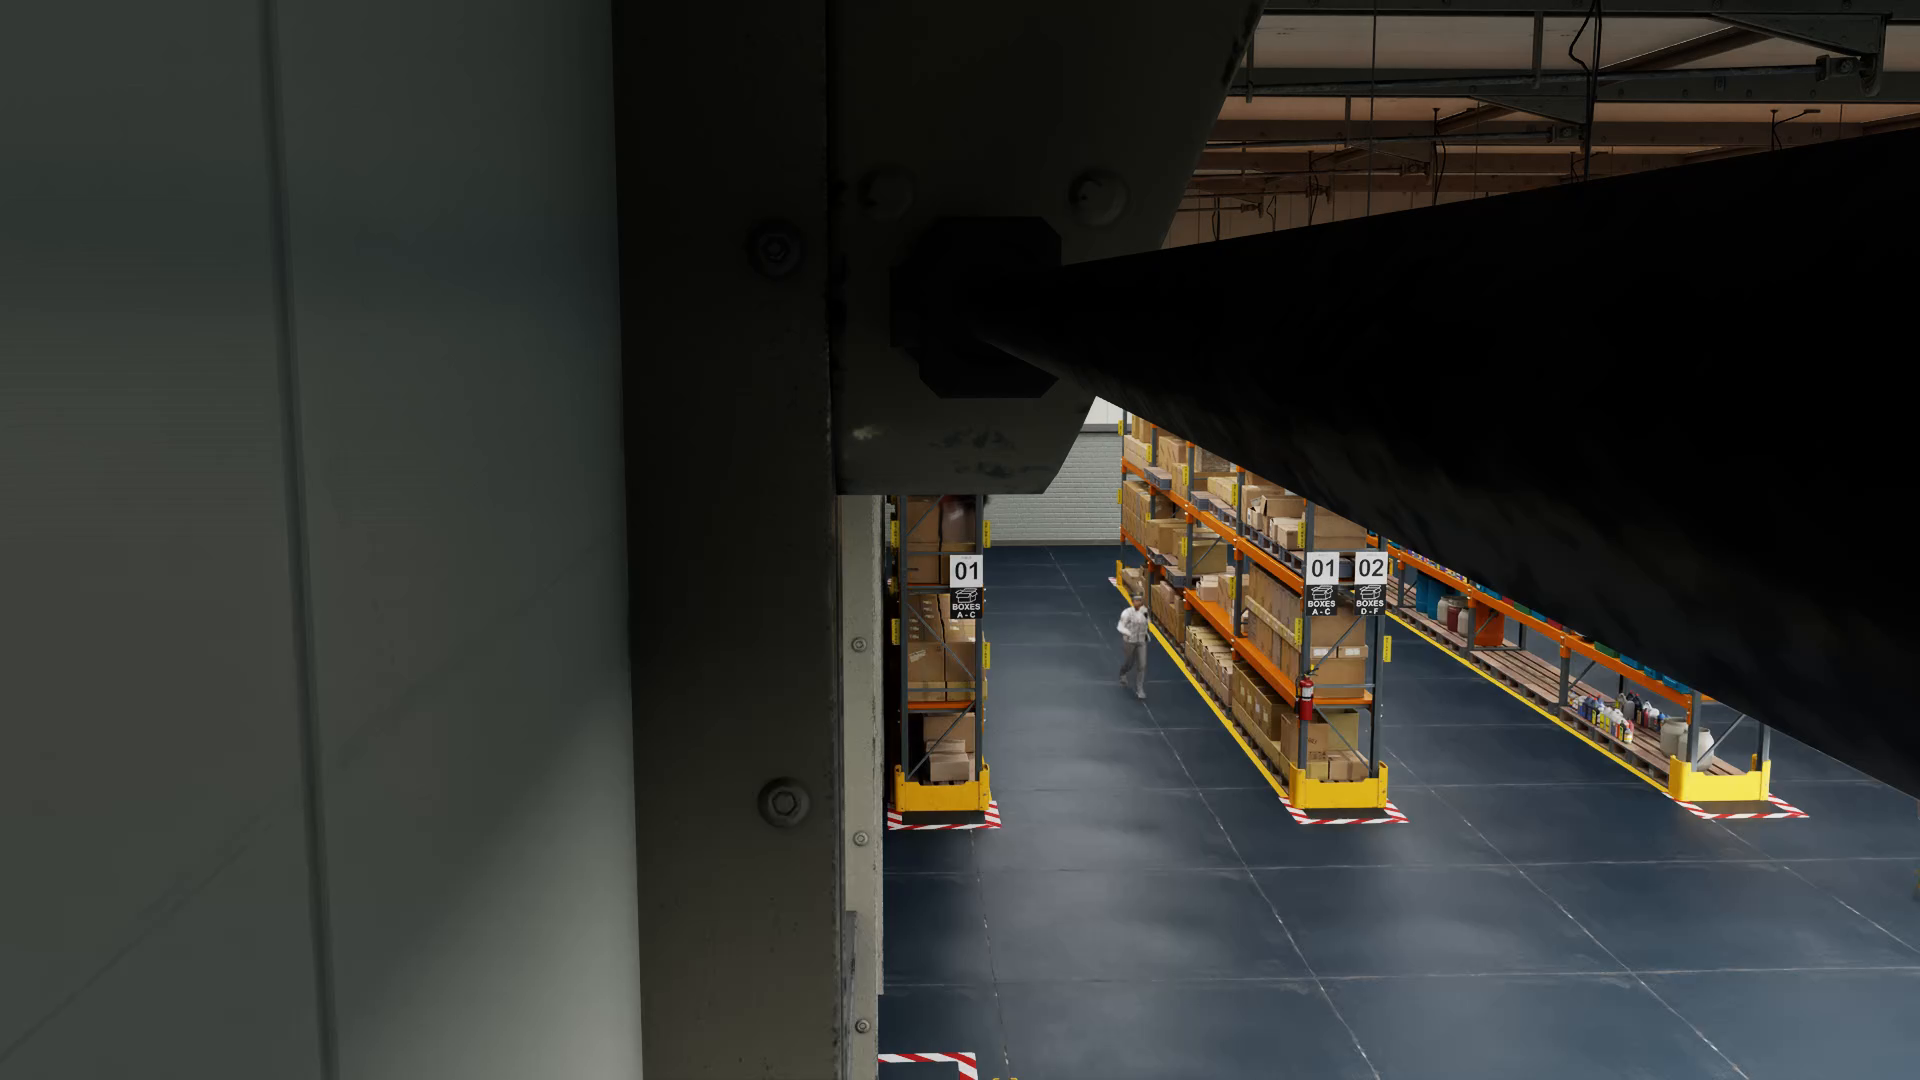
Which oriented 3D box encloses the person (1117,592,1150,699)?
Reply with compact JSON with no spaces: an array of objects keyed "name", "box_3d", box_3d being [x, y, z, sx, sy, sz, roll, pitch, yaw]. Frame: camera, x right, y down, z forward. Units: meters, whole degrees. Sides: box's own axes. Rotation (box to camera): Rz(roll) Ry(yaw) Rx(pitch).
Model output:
[{"name":"person","box_3d":[2.769,1.616,26.425,0.600,1.681,0.892,-2,9,-14]}]
